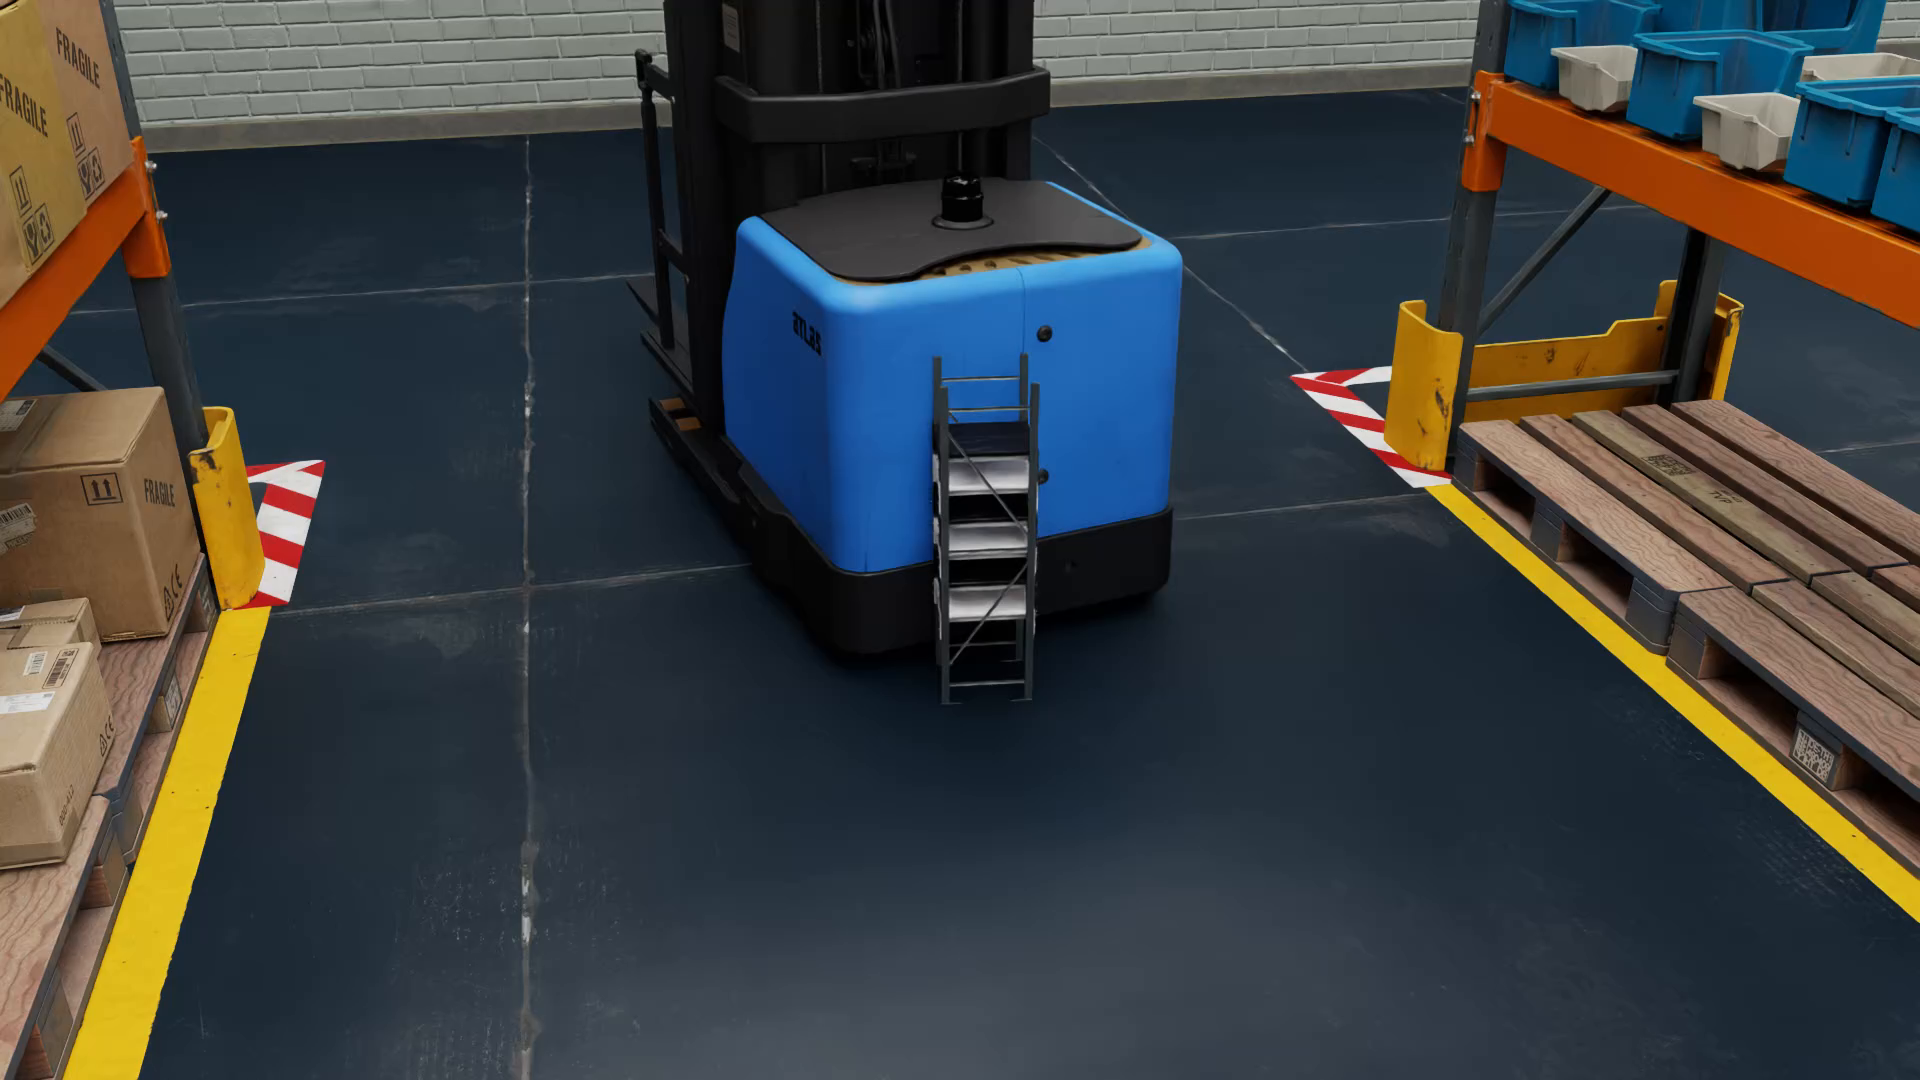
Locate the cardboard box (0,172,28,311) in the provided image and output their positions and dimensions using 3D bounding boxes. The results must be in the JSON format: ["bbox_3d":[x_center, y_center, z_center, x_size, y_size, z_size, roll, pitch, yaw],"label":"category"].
[{"bbox_3d":[-2.102,-0.621,3.041,0.500,0.500,0.500,-6,27,-11],"label":"cardboard box"}]

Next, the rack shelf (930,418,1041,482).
[{"bbox_3d":[0.062,-0.228,4.177,0.258,0.077,0.200,-2,27,-5],"label":"rack shelf"}]

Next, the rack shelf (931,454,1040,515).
[{"bbox_3d":[0.062,-0.147,4.217,0.258,0.077,0.200,-2,27,-5],"label":"rack shelf"}]

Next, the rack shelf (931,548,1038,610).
[{"bbox_3d":[0.062,0.094,4.339,0.258,0.077,0.200,-2,27,-5],"label":"rack shelf"}]

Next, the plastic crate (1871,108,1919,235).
[{"bbox_3d":[2.231,-0.794,3.614,0.416,0.233,0.300,-6,27,-12],"label":"plastic crate"}]

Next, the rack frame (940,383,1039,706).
[{"bbox_3d":[0.071,0.029,4.193,0.240,0.900,0.006,-2,27,-5],"label":"rack frame"}]

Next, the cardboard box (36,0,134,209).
[{"bbox_3d":[-2.329,-1.068,3.926,0.500,0.500,0.500,-5,27,-10],"label":"cardboard box"}]

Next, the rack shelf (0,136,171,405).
[{"bbox_3d":[-2.245,0.007,2.706,1.077,0.370,4.000,-6,27,-12],"label":"rack shelf"}]

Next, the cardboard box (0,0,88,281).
[{"bbox_3d":[-2.209,-0.841,3.476,0.500,0.500,0.500,-6,27,-11],"label":"cardboard box"}]

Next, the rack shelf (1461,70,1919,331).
[{"bbox_3d":[2.582,-0.495,3.699,1.077,0.370,4.000,-6,27,-12],"label":"rack shelf"}]

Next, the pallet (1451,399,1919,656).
[{"bbox_3d":[2.280,-0.083,5.180,1.003,0.211,1.213,-6,27,-12],"label":"pallet"}]

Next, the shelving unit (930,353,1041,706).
[{"bbox_3d":[0.062,-0.016,4.283,0.258,0.900,0.210,-2,27,-5],"label":"shelving unit"}]

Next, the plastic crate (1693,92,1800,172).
[{"bbox_3d":[2.011,-1.014,4.156,0.250,0.136,0.298,-6,27,-12],"label":"plastic crate"}]

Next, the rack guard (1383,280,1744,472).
[{"bbox_3d":[2.113,-0.587,5.858,1.175,0.500,0.348,-6,27,-12],"label":"rack guard"}]

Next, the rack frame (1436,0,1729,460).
[{"bbox_3d":[2.132,-1.694,5.277,1.000,3.000,0.127,-6,27,-12],"label":"rack frame"}]

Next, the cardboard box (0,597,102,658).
[{"bbox_3d":[-2.329,0.277,4.029,0.380,0.166,0.250,-6,27,-12],"label":"cardboard box"}]

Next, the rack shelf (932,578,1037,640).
[{"bbox_3d":[0.062,0.174,4.380,0.258,0.077,0.200,-2,27,-5],"label":"rack shelf"}]

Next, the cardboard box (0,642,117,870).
[{"bbox_3d":[-2.148,0.472,3.548,0.500,0.250,0.500,-6,27,-12],"label":"cardboard box"}]

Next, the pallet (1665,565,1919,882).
[{"bbox_3d":[2.551,0.452,4.121,1.003,0.211,1.213,-6,27,-12],"label":"pallet"}]

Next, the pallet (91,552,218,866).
[{"bbox_3d":[-2.498,0.436,4.153,1.003,0.211,1.213,-6,27,-12],"label":"pallet"}]

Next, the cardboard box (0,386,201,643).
[{"bbox_3d":[-2.333,-0.059,4.324,0.500,0.500,0.500,-6,27,-12],"label":"cardboard box"}]

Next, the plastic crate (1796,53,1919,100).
[{"bbox_3d":[2.492,-1.263,4.650,0.396,0.136,0.243,-6,27,-12],"label":"plastic crate"}]

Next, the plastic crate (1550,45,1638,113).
[{"bbox_3d":[1.858,-1.312,4.746,0.250,0.136,0.298,-6,27,-12],"label":"plastic crate"}]

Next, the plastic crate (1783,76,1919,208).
[{"bbox_3d":[2.163,-0.926,3.875,0.416,0.233,0.300,-6,27,-12],"label":"plastic crate"}]

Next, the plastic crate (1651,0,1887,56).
[{"bbox_3d":[2.389,-1.608,5.002,0.616,0.435,0.499,-6,27,-12],"label":"plastic crate"}]

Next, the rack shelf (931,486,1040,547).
[{"bbox_3d":[0.062,-0.067,4.258,0.258,0.077,0.200,-2,27,-5],"label":"rack shelf"}]

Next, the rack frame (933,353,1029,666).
[{"bbox_3d":[0.052,-0.062,4.374,0.240,0.900,0.006,-2,27,-5],"label":"rack frame"}]

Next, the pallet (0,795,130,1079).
[{"bbox_3d":[-2.226,0.970,3.094,1.003,0.211,1.213,-6,27,-12],"label":"pallet"}]

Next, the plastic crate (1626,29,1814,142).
[{"bbox_3d":[2.015,-1.215,4.447,0.416,0.233,0.300,-6,27,-12],"label":"plastic crate"}]

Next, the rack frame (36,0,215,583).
[{"bbox_3d":[-2.695,-1.192,4.283,1.000,3.000,0.127,-6,27,-12],"label":"rack frame"}]

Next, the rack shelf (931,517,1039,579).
[{"bbox_3d":[0.062,0.014,4.298,0.258,0.077,0.200,-2,27,-5],"label":"rack shelf"}]

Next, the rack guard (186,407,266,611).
[{"bbox_3d":[-2.678,-0.043,4.781,1.175,0.500,0.348,-6,27,-12],"label":"rack guard"}]

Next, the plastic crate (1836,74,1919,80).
[{"bbox_3d":[2.543,-1.134,4.395,0.396,0.136,0.243,-6,27,-12],"label":"plastic crate"}]

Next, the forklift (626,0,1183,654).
[{"bbox_3d":[-0.454,-1.641,5.248,1.130,2.935,3.031,-12,29,-22],"label":"forklift"}]

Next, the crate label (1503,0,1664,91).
[{"bbox_3d":[1.866,-1.504,5.020,0.416,0.233,0.303,-6,27,-12],"label":"crate label"}]
